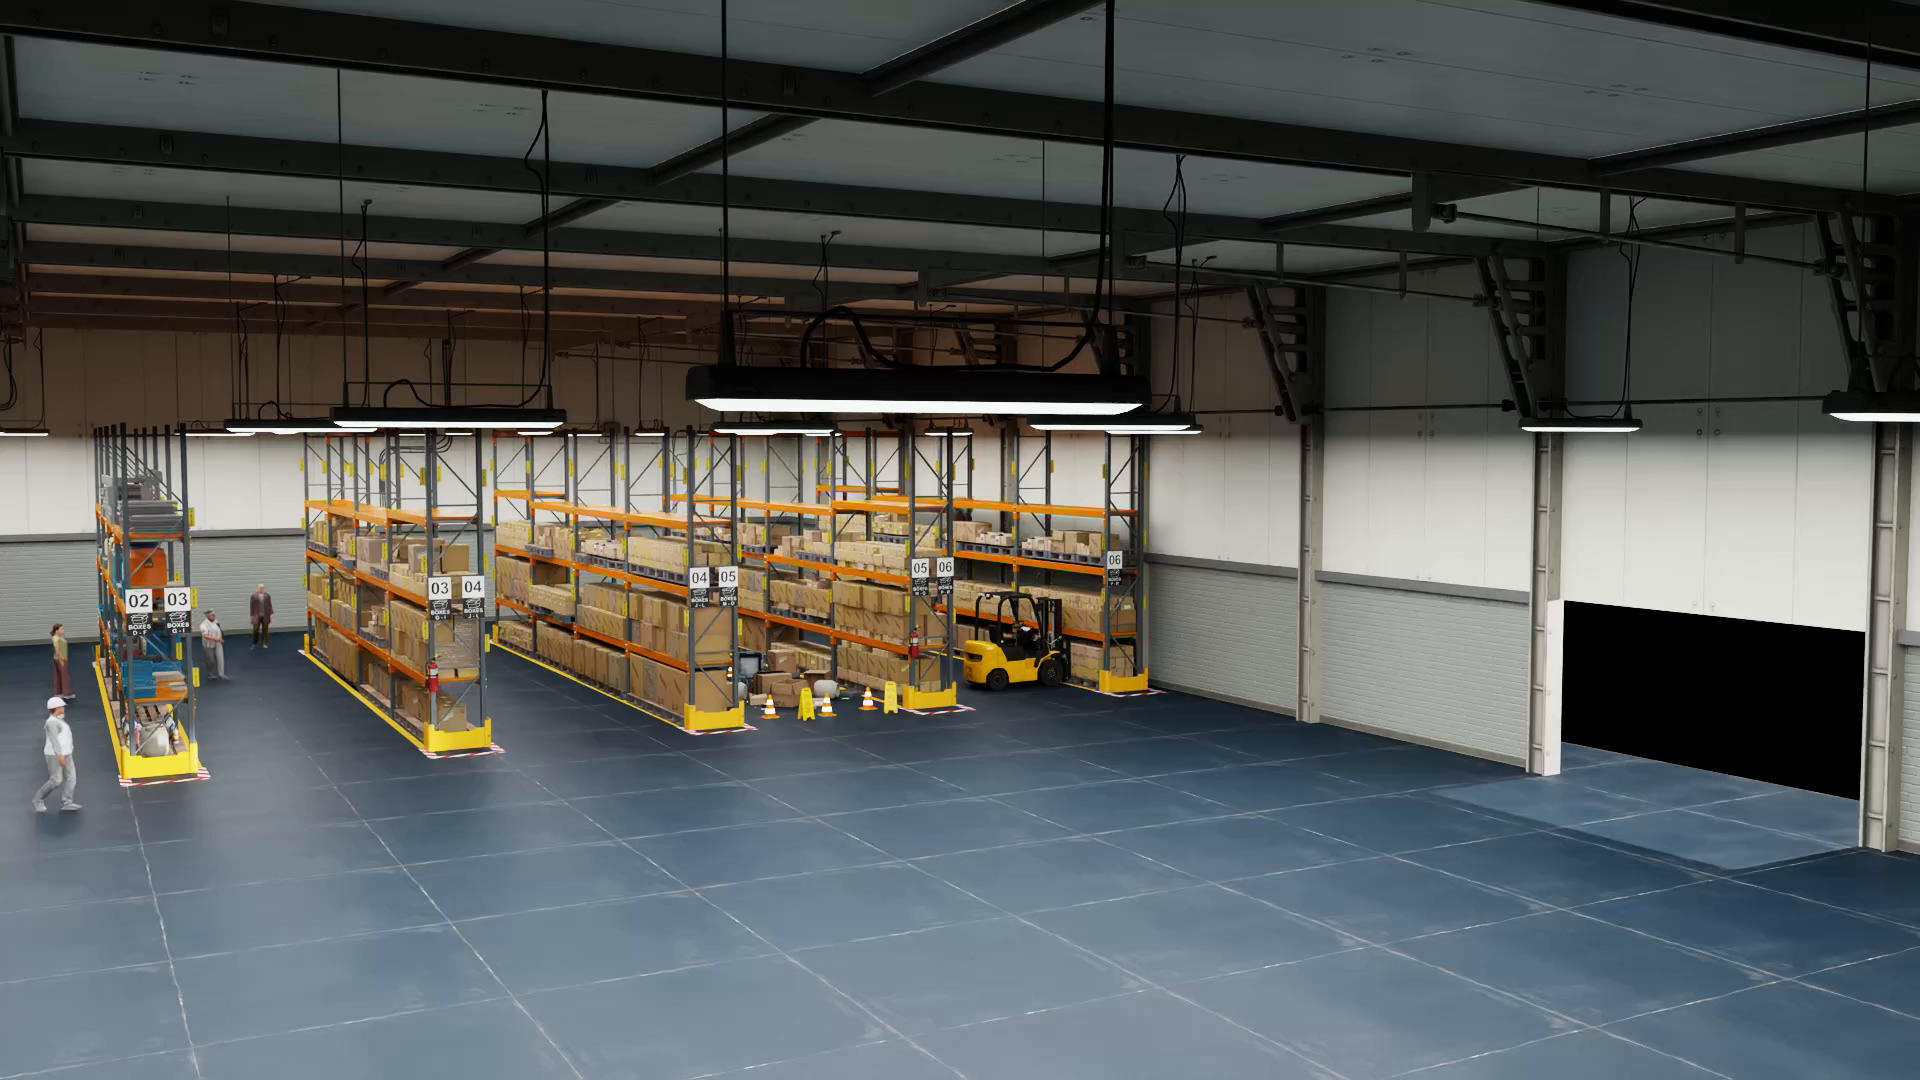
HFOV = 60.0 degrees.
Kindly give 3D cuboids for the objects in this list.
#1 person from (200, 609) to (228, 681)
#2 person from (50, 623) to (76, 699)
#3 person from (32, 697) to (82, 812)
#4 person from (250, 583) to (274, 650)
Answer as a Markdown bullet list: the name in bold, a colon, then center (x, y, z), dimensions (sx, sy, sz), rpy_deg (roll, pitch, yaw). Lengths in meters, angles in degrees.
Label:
- **person**: center (-17.646, 2.470, 39.323), dimensions (0.618, 1.703, 1.000), rpy_deg (-3, 4, -40)
- **person**: center (-19.768, 2.663, 36.647), dimensions (0.431, 1.666, 0.520), rpy_deg (-3, 4, -39)
- **person**: center (-13.944, 3.297, 25.655), dimensions (0.705, 1.759, 0.558), rpy_deg (0, 3, -4)
- **person**: center (-19.105, 2.097, 45.493), dimensions (0.635, 1.814, 0.489), rpy_deg (-2, 4, -32)
